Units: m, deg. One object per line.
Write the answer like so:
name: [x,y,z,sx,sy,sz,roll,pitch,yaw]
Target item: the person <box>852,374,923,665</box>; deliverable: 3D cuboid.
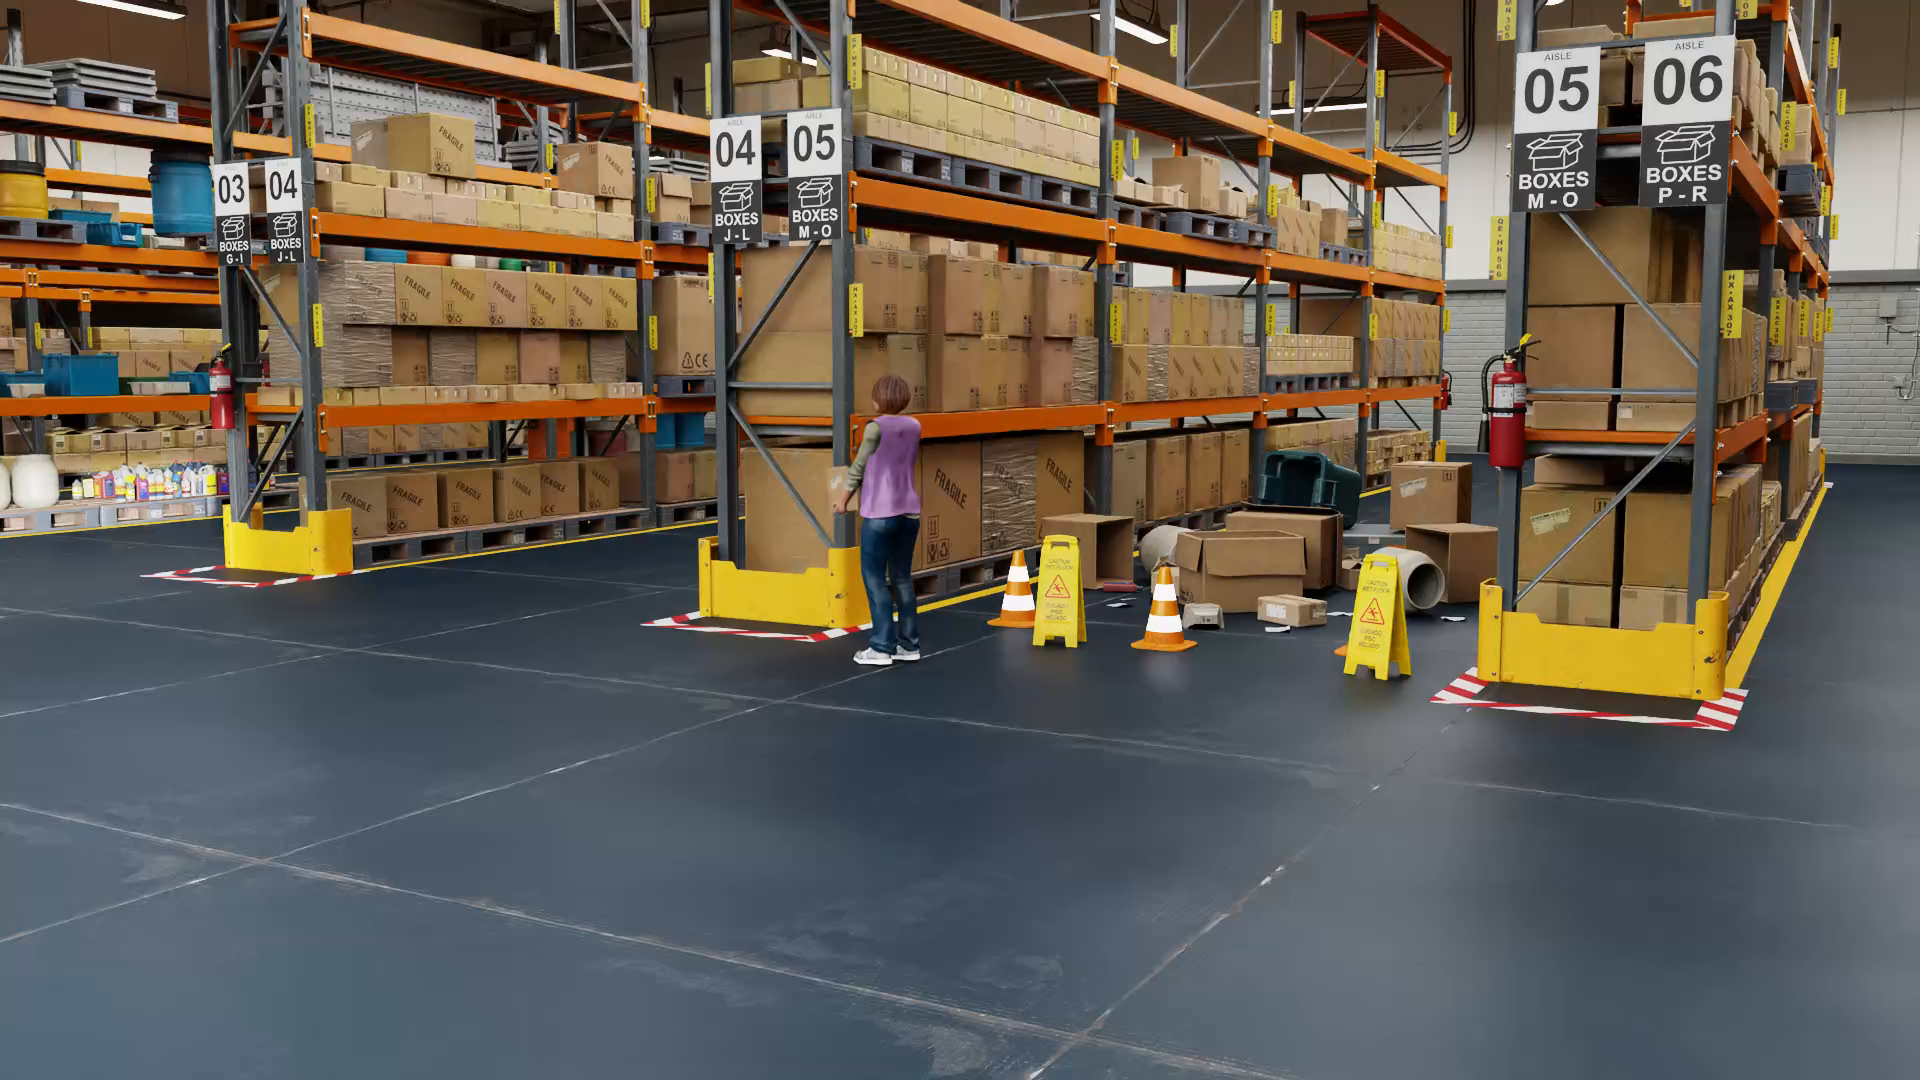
person: [-0.397,-0.111,9.105,0.347,1.591,0.482,6,8,43]
